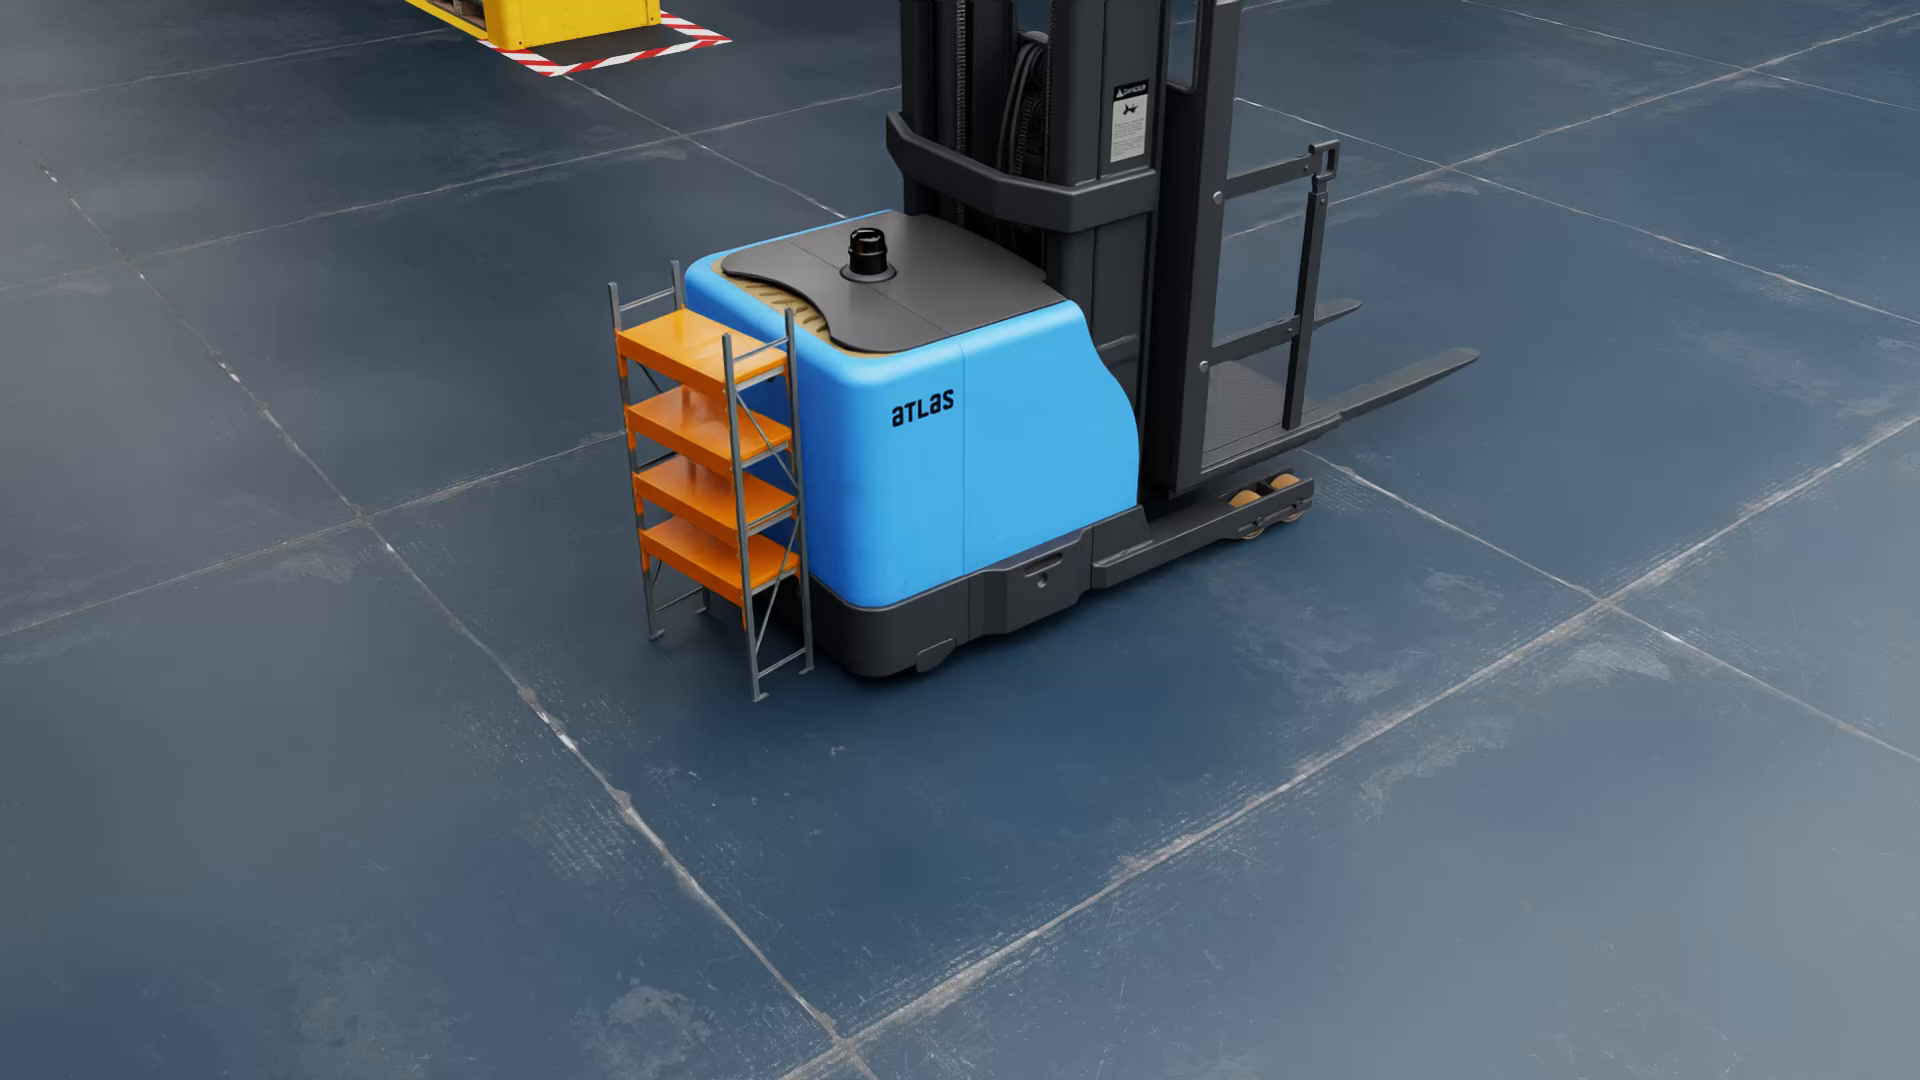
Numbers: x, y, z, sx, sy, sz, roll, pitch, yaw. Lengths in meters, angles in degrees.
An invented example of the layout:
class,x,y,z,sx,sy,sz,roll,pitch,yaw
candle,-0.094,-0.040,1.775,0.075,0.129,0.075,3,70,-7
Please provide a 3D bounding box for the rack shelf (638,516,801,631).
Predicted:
class,x,y,z,sx,sy,sz,roll,pitch,yaw
rack shelf,-0.715,0.068,5.007,0.480,0.148,0.258,26,40,35

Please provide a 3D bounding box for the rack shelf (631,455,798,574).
class,x,y,z,sx,sy,sz,roll,pitch,yaw
rack shelf,-0.715,-0.101,4.903,0.480,0.148,0.258,26,40,35

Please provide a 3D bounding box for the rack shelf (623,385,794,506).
class,x,y,z,sx,sy,sz,roll,pitch,yaw
rack shelf,-0.715,-0.291,4.785,0.480,0.148,0.258,26,40,35

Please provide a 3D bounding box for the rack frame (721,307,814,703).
class,x,y,z,sx,sy,sz,roll,pitch,yaw
rack frame,-0.536,-0.070,4.726,0.015,1.200,0.240,26,40,35

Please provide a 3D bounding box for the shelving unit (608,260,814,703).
class,x,y,z,sx,sy,sz,roll,pitch,yaw
shelving unit,-0.715,-0.158,4.867,0.503,1.200,0.258,26,40,35

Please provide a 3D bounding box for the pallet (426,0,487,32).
class,x,y,z,sx,sy,sz,roll,pitch,yaw
pallet,-3.106,-3.894,11.819,1.003,0.211,1.213,-22,38,-31

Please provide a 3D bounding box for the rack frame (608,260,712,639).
class,x,y,z,sx,sy,sz,roll,pitch,yaw
rack frame,-0.893,-0.246,5.008,0.015,1.200,0.240,26,40,35

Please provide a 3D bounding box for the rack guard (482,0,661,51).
class,x,y,z,sx,sy,sz,roll,pitch,yaw
rack guard,-2.612,-3.676,11.195,1.175,0.500,0.348,-22,38,-31

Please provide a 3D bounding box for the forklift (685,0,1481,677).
class,x,y,z,sx,sy,sz,roll,pitch,yaw
forklift,0.625,-1.450,5.307,3.031,2.935,1.130,-21,38,-30

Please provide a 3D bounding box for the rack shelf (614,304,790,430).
class,x,y,z,sx,sy,sz,roll,pitch,yaw
rack shelf,-0.715,-0.492,4.660,0.480,0.148,0.258,26,40,35
